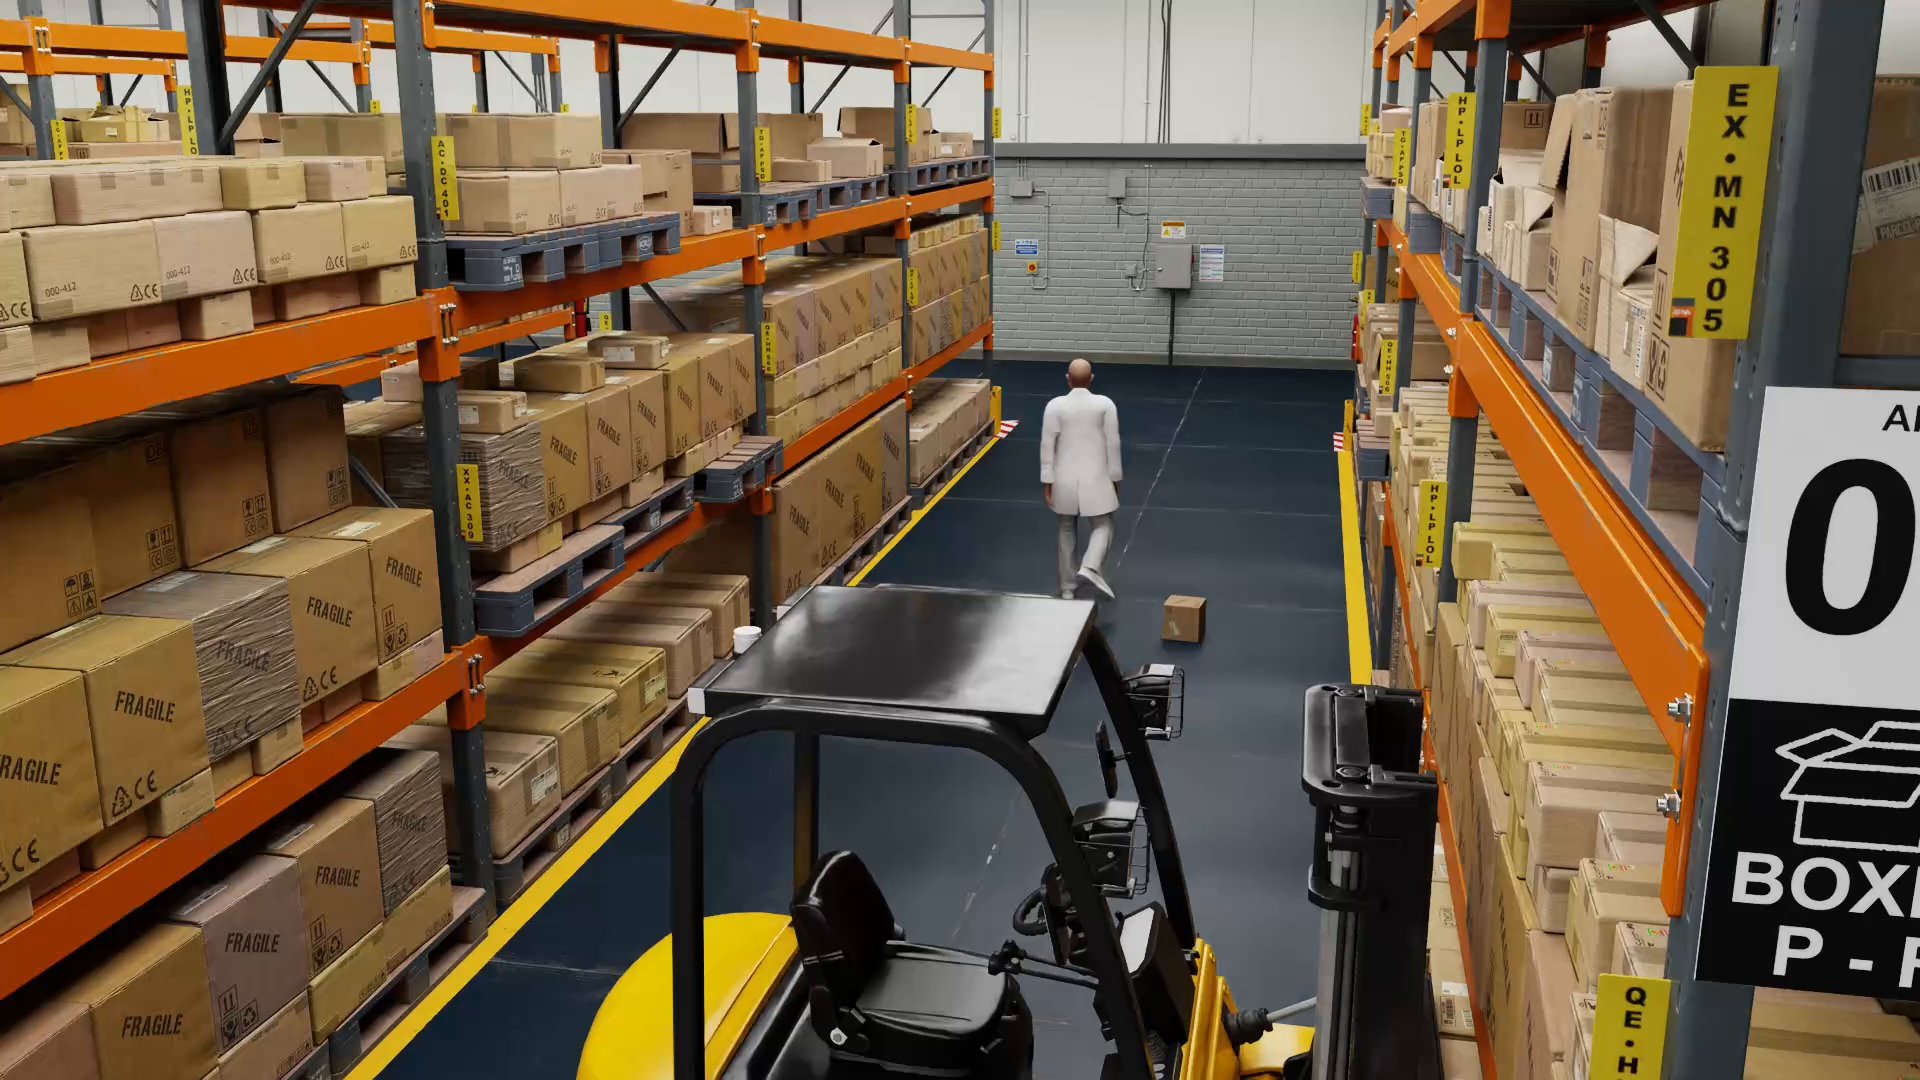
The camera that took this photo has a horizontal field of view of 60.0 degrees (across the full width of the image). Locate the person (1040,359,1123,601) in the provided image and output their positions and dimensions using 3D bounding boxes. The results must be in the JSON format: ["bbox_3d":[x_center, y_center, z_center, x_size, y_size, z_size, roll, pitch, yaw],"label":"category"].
[{"bbox_3d":[0.870,-0.411,12.035,0.602,1.772,0.774,2,15,9],"label":"person"}]
